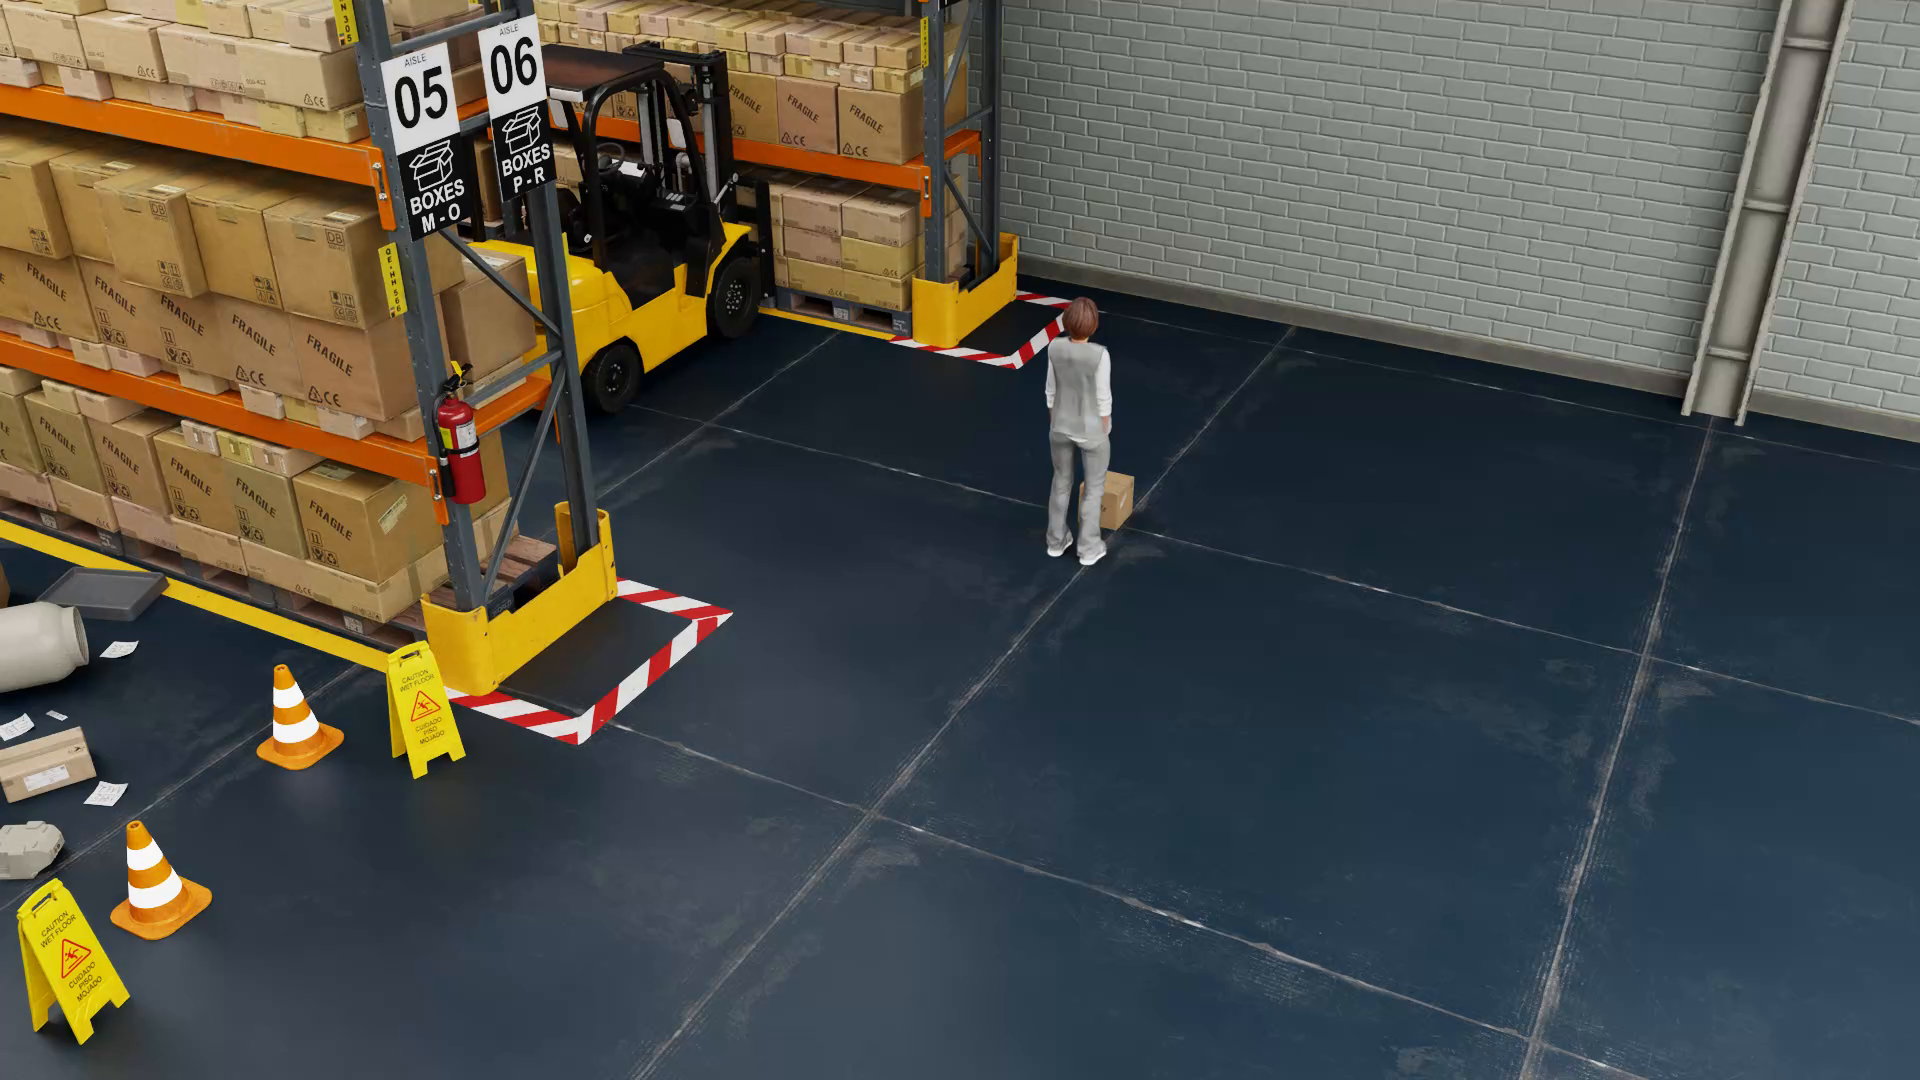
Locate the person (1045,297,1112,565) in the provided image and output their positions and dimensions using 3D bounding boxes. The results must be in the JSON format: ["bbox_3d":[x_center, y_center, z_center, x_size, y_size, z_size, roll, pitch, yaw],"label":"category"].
[{"bbox_3d":[0.659,-0.614,9.338,0.406,1.597,0.303,15,34,24],"label":"person"}]
